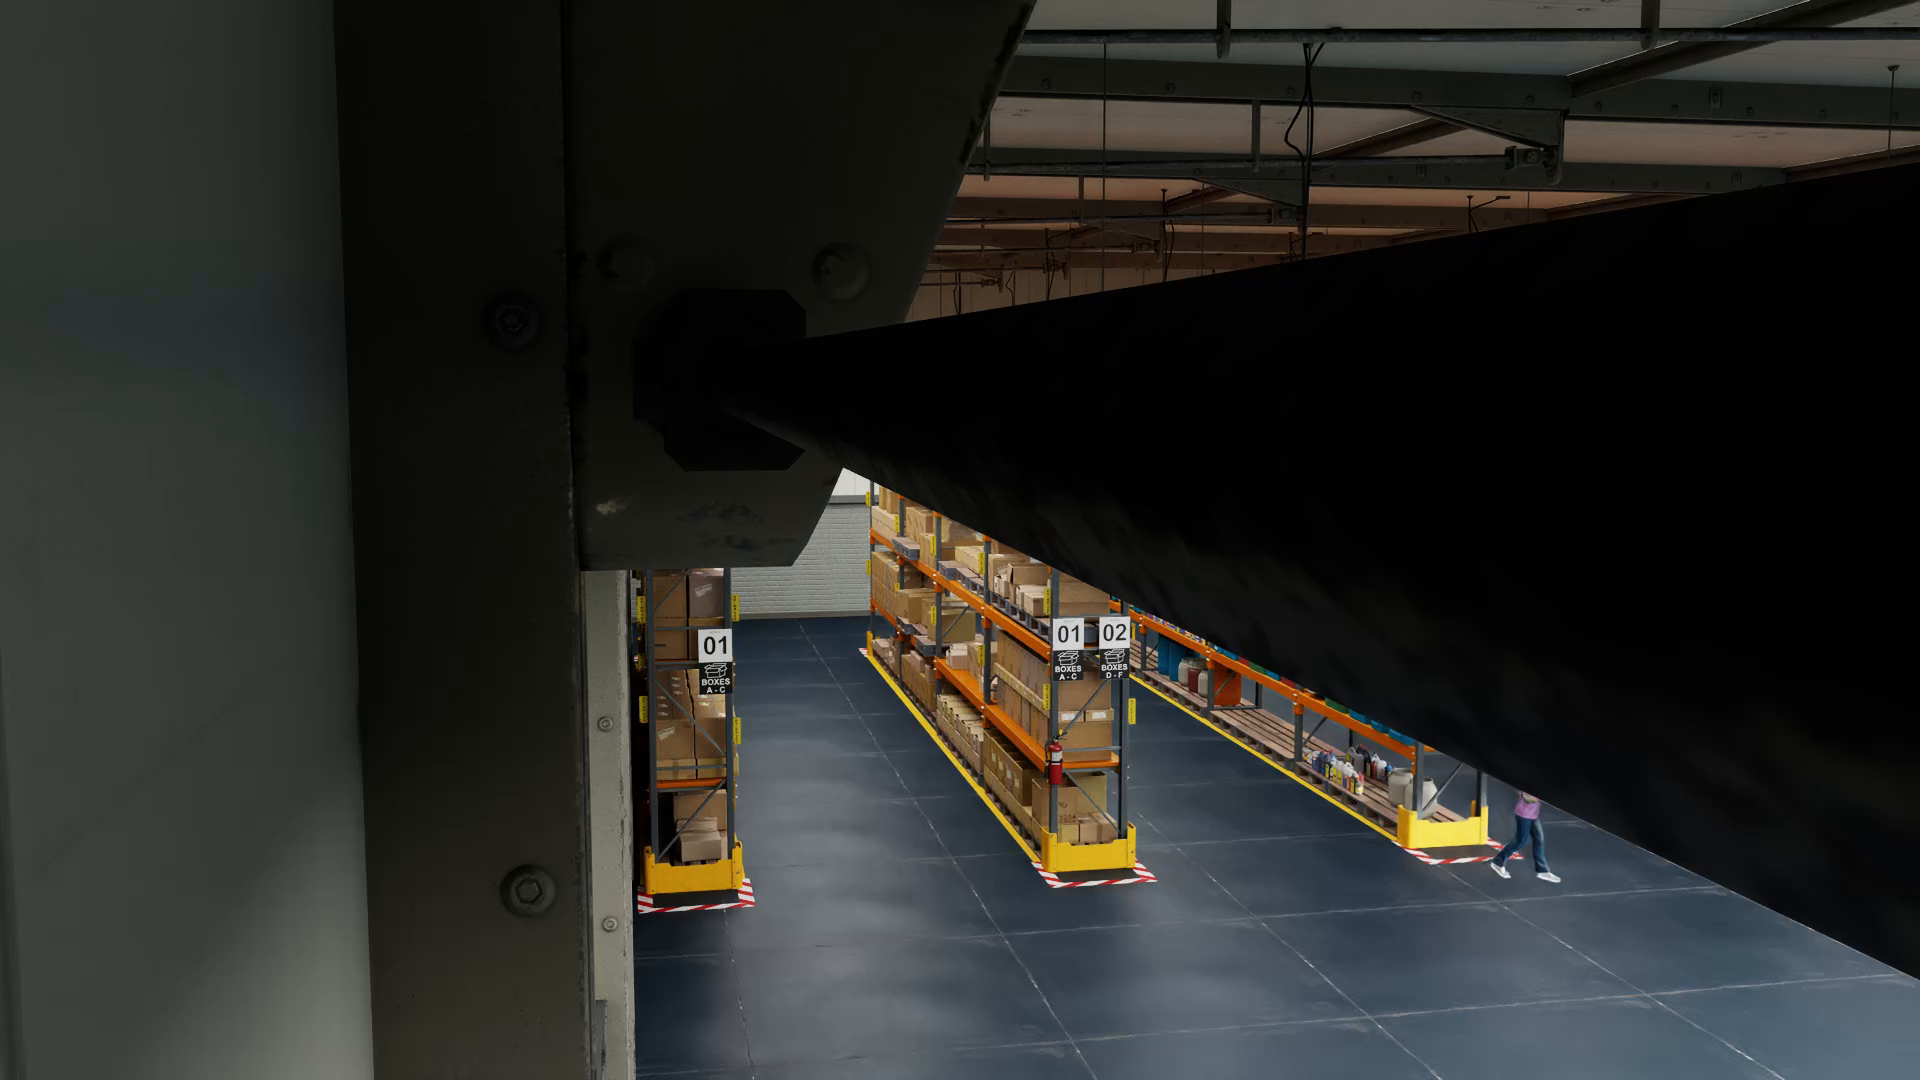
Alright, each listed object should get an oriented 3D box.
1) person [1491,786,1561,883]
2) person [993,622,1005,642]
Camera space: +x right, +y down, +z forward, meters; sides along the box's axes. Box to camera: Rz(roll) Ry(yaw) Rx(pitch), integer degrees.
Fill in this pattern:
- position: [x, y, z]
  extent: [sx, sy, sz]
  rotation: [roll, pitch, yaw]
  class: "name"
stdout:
- position: [6.941, 3.385, 20.344]
  extent: [0.818, 1.591, 0.547]
  rotation: [3, 7, 25]
  class: "person"
- position: [0.910, 1.849, 35.010]
  extent: [0.599, 1.677, 0.550]
  rotation: [-3, 7, -26]
  class: "person"
